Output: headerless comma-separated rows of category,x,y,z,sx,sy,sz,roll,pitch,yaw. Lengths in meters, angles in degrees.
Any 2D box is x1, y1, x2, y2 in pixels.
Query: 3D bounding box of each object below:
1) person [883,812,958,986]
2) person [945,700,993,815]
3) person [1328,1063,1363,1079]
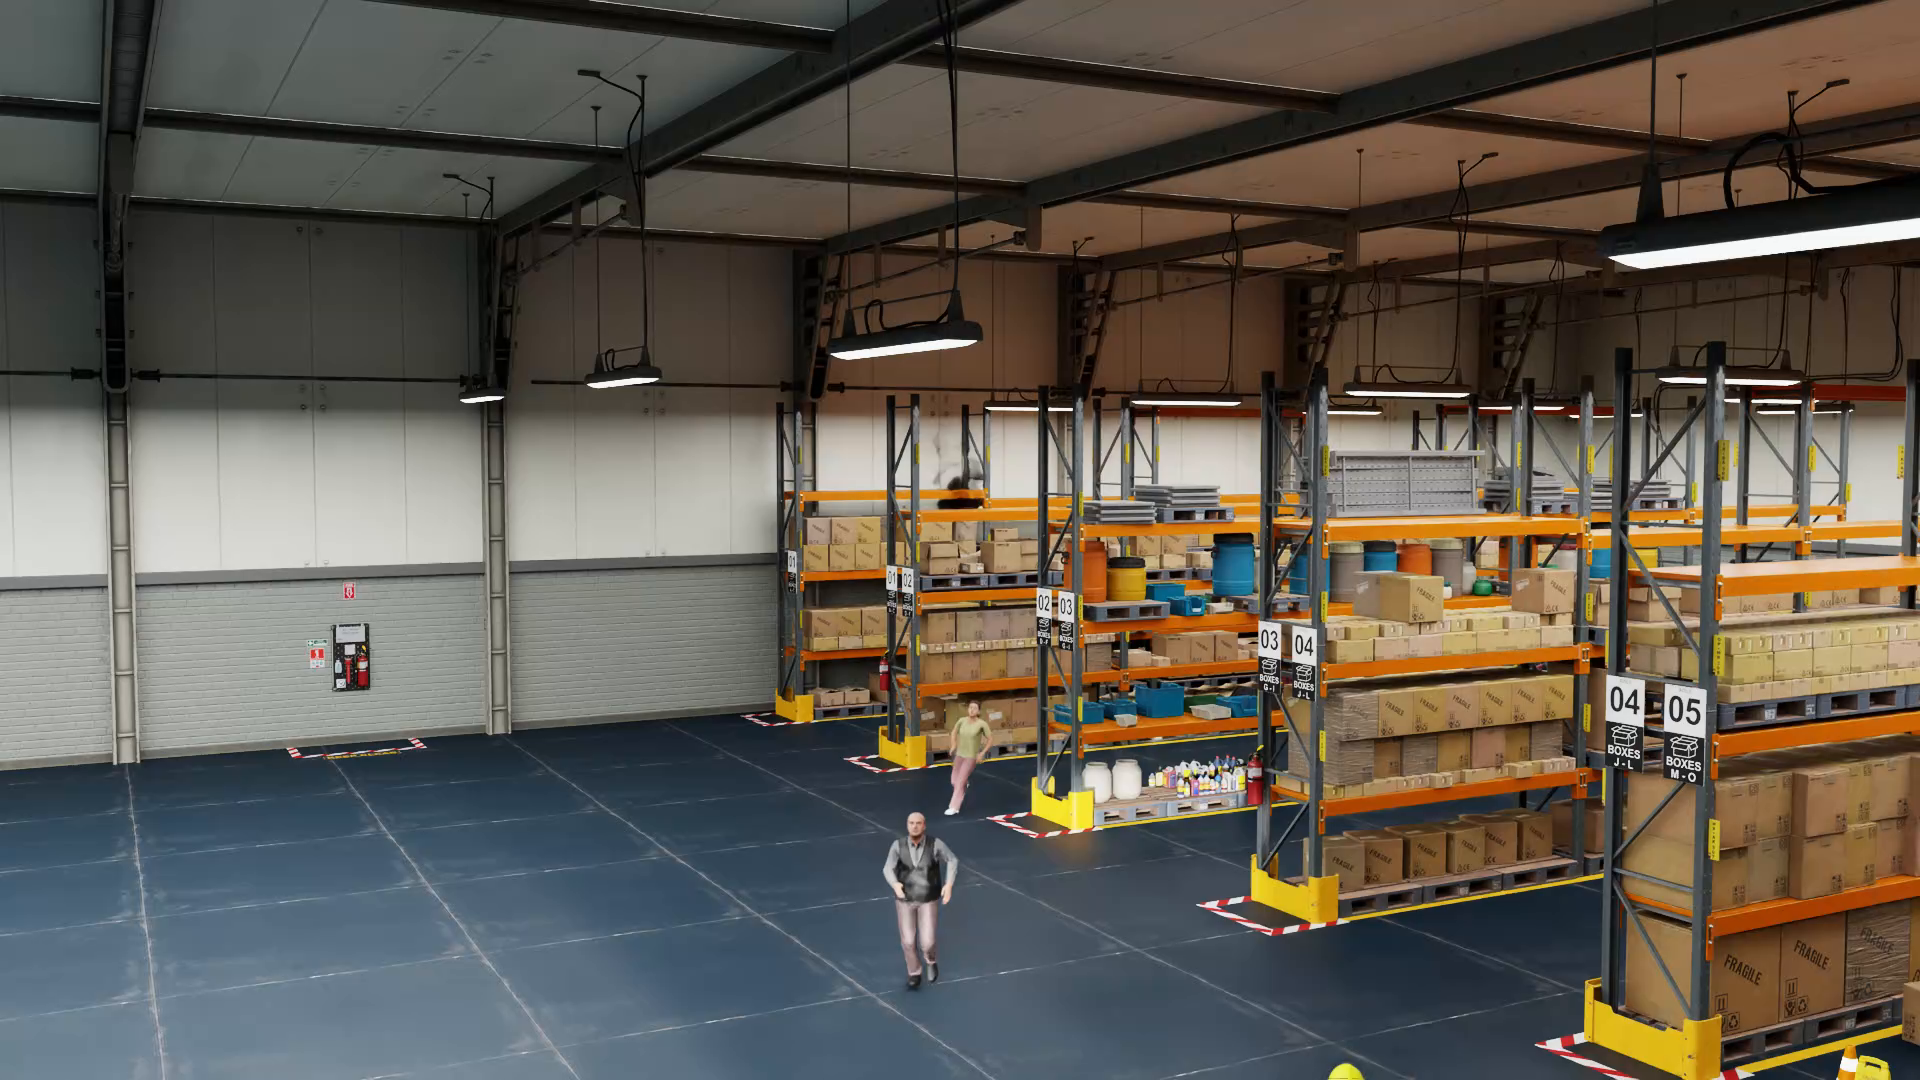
person,-0.389,3.421,15.729,0.699,1.679,0.584,0,3,5
person,0.145,3.038,23.360,0.618,1.598,0.639,1,3,21
person,2.114,3.759,9.165,0.700,1.773,0.968,1,3,17
